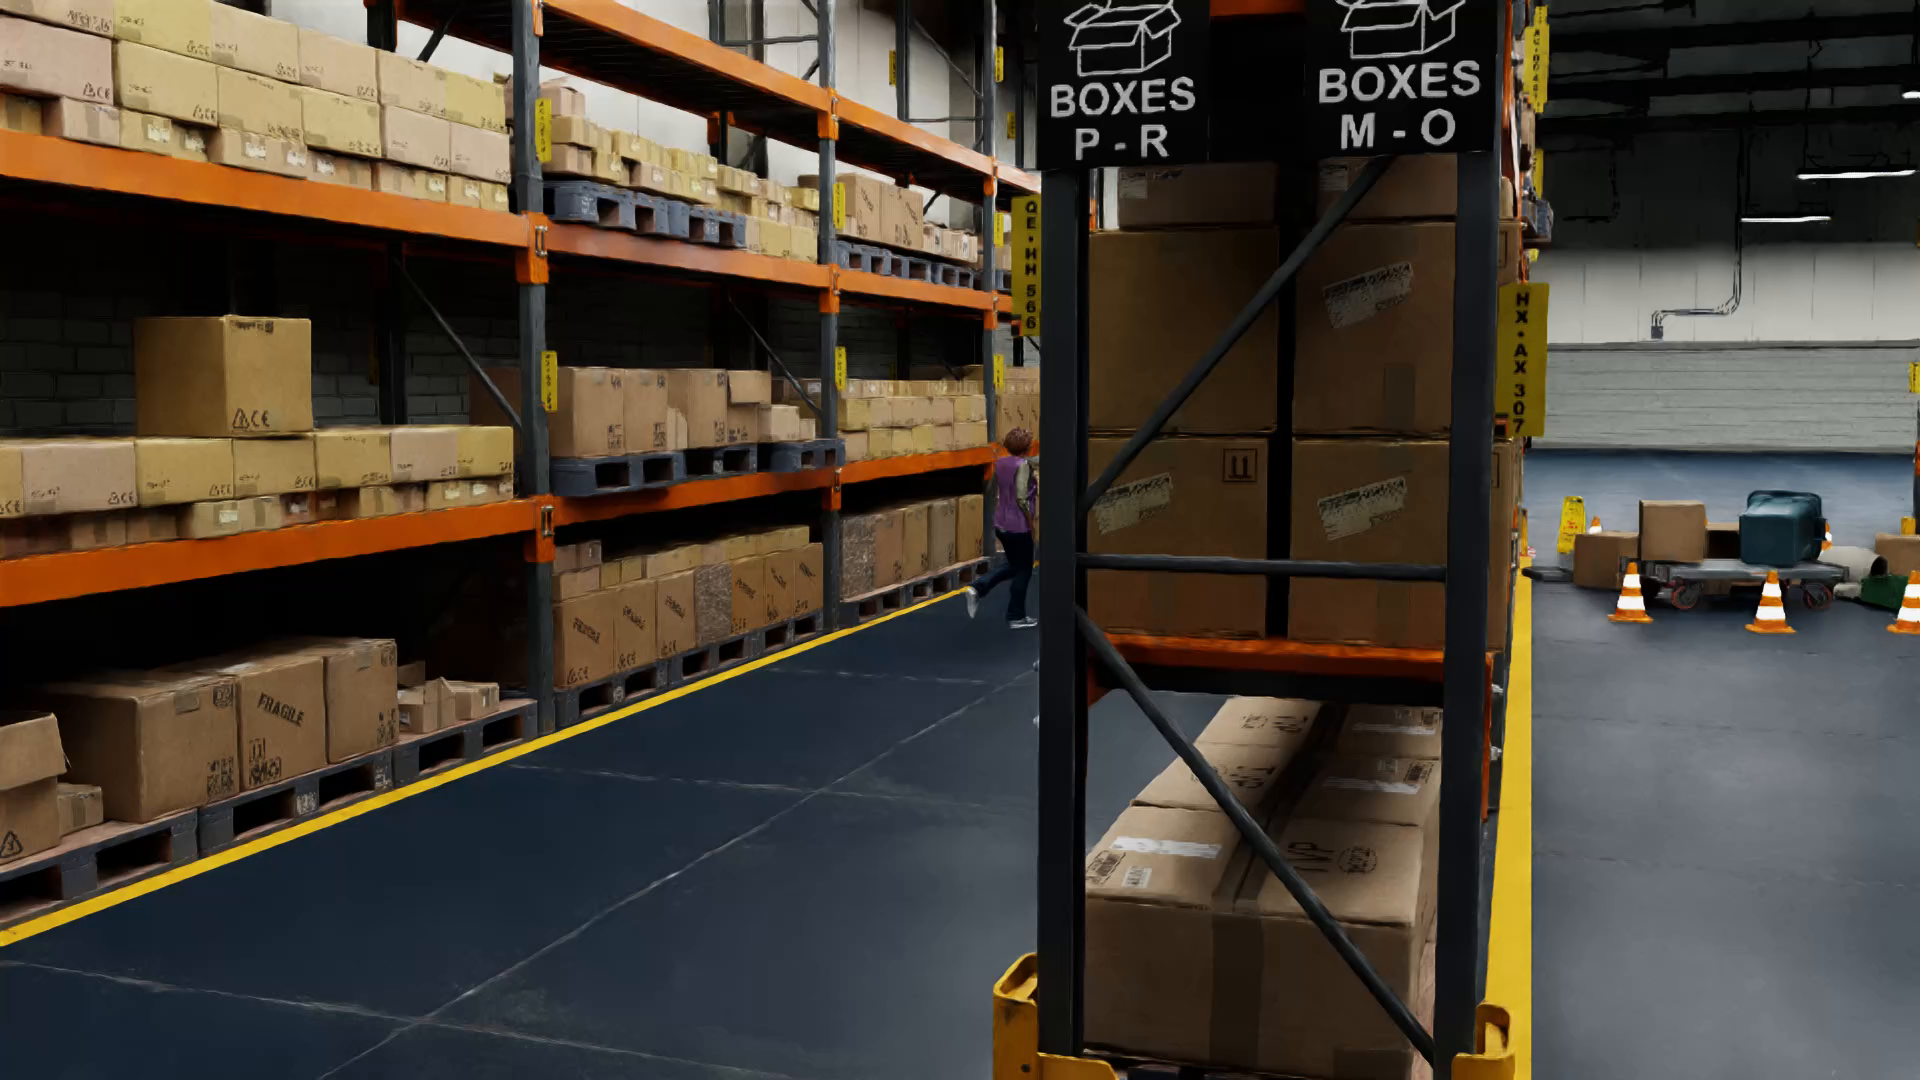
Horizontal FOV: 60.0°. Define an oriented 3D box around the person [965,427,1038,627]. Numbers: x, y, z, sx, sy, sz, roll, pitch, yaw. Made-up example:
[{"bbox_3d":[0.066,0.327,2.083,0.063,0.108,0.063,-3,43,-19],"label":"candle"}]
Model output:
[{"bbox_3d":[0.389,-0.086,12.823,0.622,1.576,0.544,-3,6,-27],"label":"person"}]
